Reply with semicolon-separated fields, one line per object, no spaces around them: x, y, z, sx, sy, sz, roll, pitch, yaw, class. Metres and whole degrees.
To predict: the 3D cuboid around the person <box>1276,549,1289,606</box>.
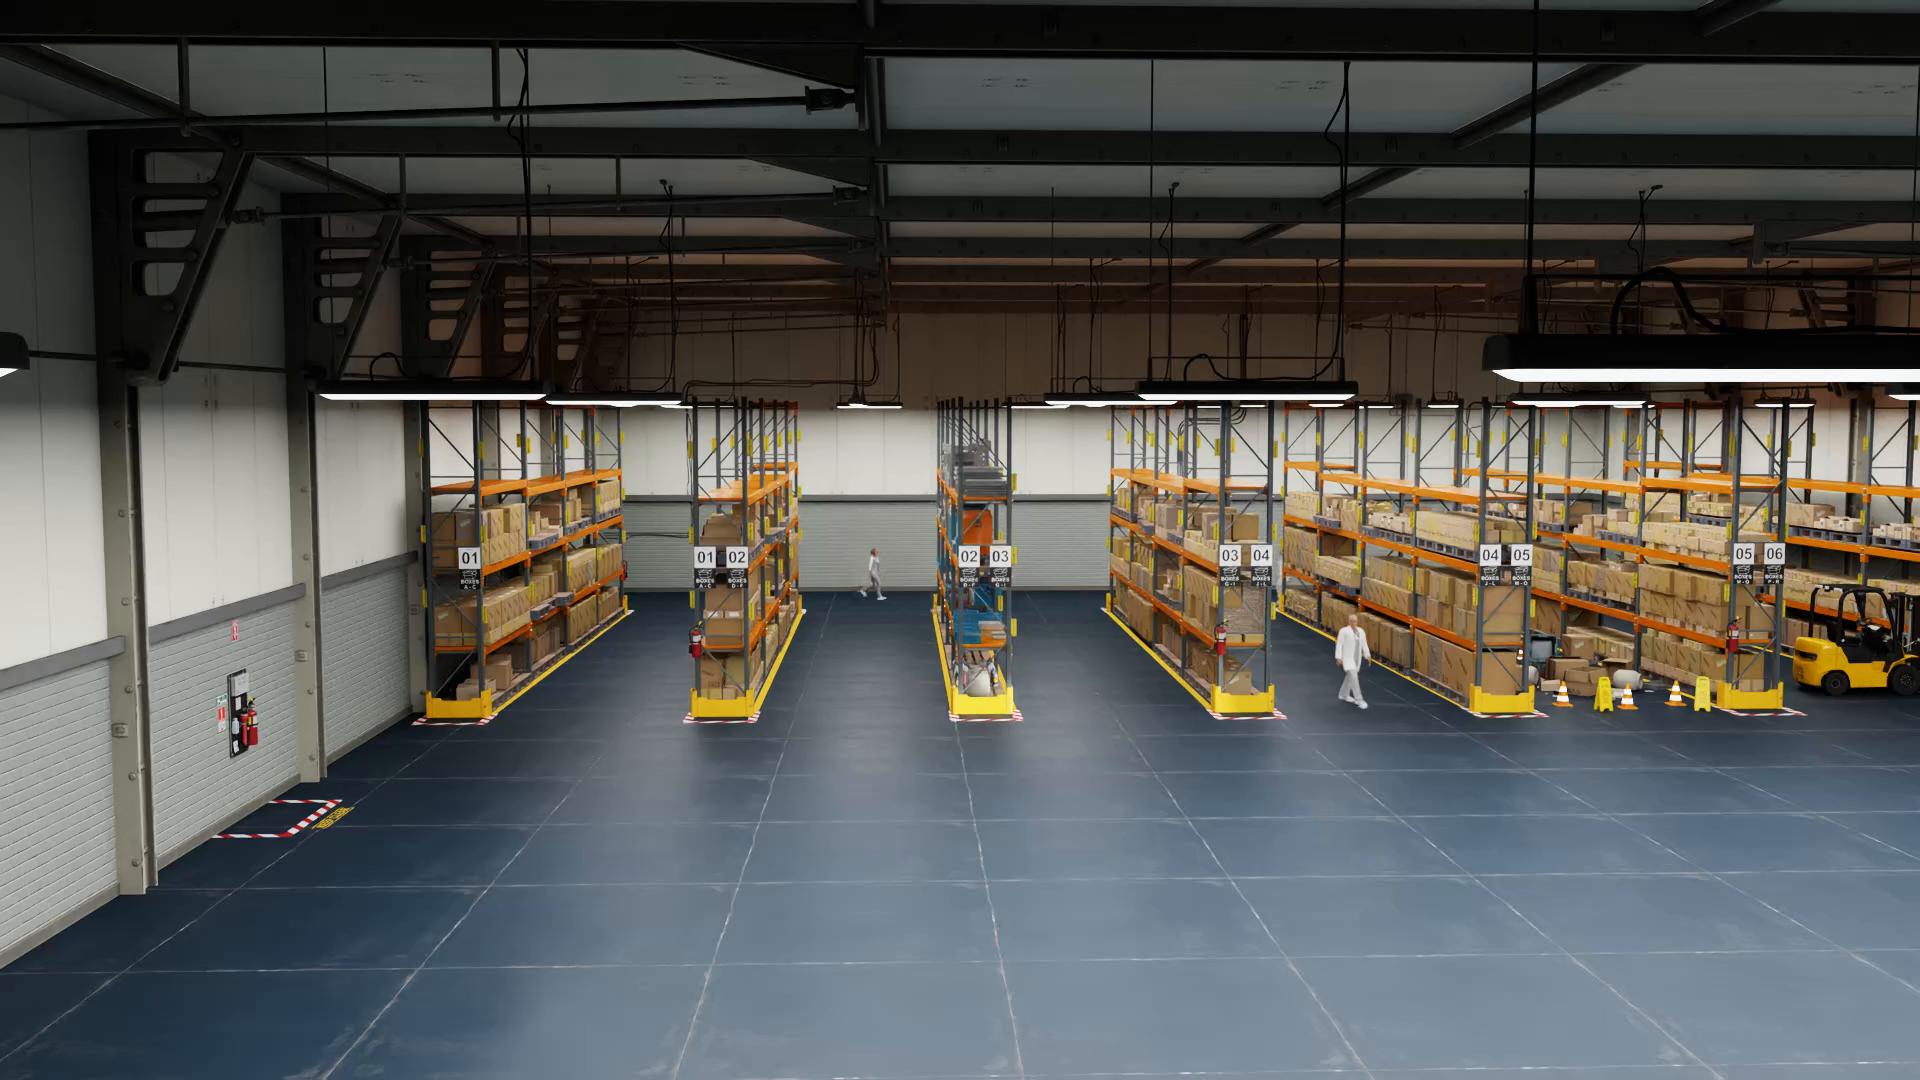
9.541;1.058;48.841;0.800;1.774;0.537;0;4;-1;person

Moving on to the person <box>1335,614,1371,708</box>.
7.680;2.331;32.388;0.604;1.764;0.945;-2;5;-27;person

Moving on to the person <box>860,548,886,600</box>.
-2.646;1.024;50.570;0.833;1.560;0.404;1;4;10;person
